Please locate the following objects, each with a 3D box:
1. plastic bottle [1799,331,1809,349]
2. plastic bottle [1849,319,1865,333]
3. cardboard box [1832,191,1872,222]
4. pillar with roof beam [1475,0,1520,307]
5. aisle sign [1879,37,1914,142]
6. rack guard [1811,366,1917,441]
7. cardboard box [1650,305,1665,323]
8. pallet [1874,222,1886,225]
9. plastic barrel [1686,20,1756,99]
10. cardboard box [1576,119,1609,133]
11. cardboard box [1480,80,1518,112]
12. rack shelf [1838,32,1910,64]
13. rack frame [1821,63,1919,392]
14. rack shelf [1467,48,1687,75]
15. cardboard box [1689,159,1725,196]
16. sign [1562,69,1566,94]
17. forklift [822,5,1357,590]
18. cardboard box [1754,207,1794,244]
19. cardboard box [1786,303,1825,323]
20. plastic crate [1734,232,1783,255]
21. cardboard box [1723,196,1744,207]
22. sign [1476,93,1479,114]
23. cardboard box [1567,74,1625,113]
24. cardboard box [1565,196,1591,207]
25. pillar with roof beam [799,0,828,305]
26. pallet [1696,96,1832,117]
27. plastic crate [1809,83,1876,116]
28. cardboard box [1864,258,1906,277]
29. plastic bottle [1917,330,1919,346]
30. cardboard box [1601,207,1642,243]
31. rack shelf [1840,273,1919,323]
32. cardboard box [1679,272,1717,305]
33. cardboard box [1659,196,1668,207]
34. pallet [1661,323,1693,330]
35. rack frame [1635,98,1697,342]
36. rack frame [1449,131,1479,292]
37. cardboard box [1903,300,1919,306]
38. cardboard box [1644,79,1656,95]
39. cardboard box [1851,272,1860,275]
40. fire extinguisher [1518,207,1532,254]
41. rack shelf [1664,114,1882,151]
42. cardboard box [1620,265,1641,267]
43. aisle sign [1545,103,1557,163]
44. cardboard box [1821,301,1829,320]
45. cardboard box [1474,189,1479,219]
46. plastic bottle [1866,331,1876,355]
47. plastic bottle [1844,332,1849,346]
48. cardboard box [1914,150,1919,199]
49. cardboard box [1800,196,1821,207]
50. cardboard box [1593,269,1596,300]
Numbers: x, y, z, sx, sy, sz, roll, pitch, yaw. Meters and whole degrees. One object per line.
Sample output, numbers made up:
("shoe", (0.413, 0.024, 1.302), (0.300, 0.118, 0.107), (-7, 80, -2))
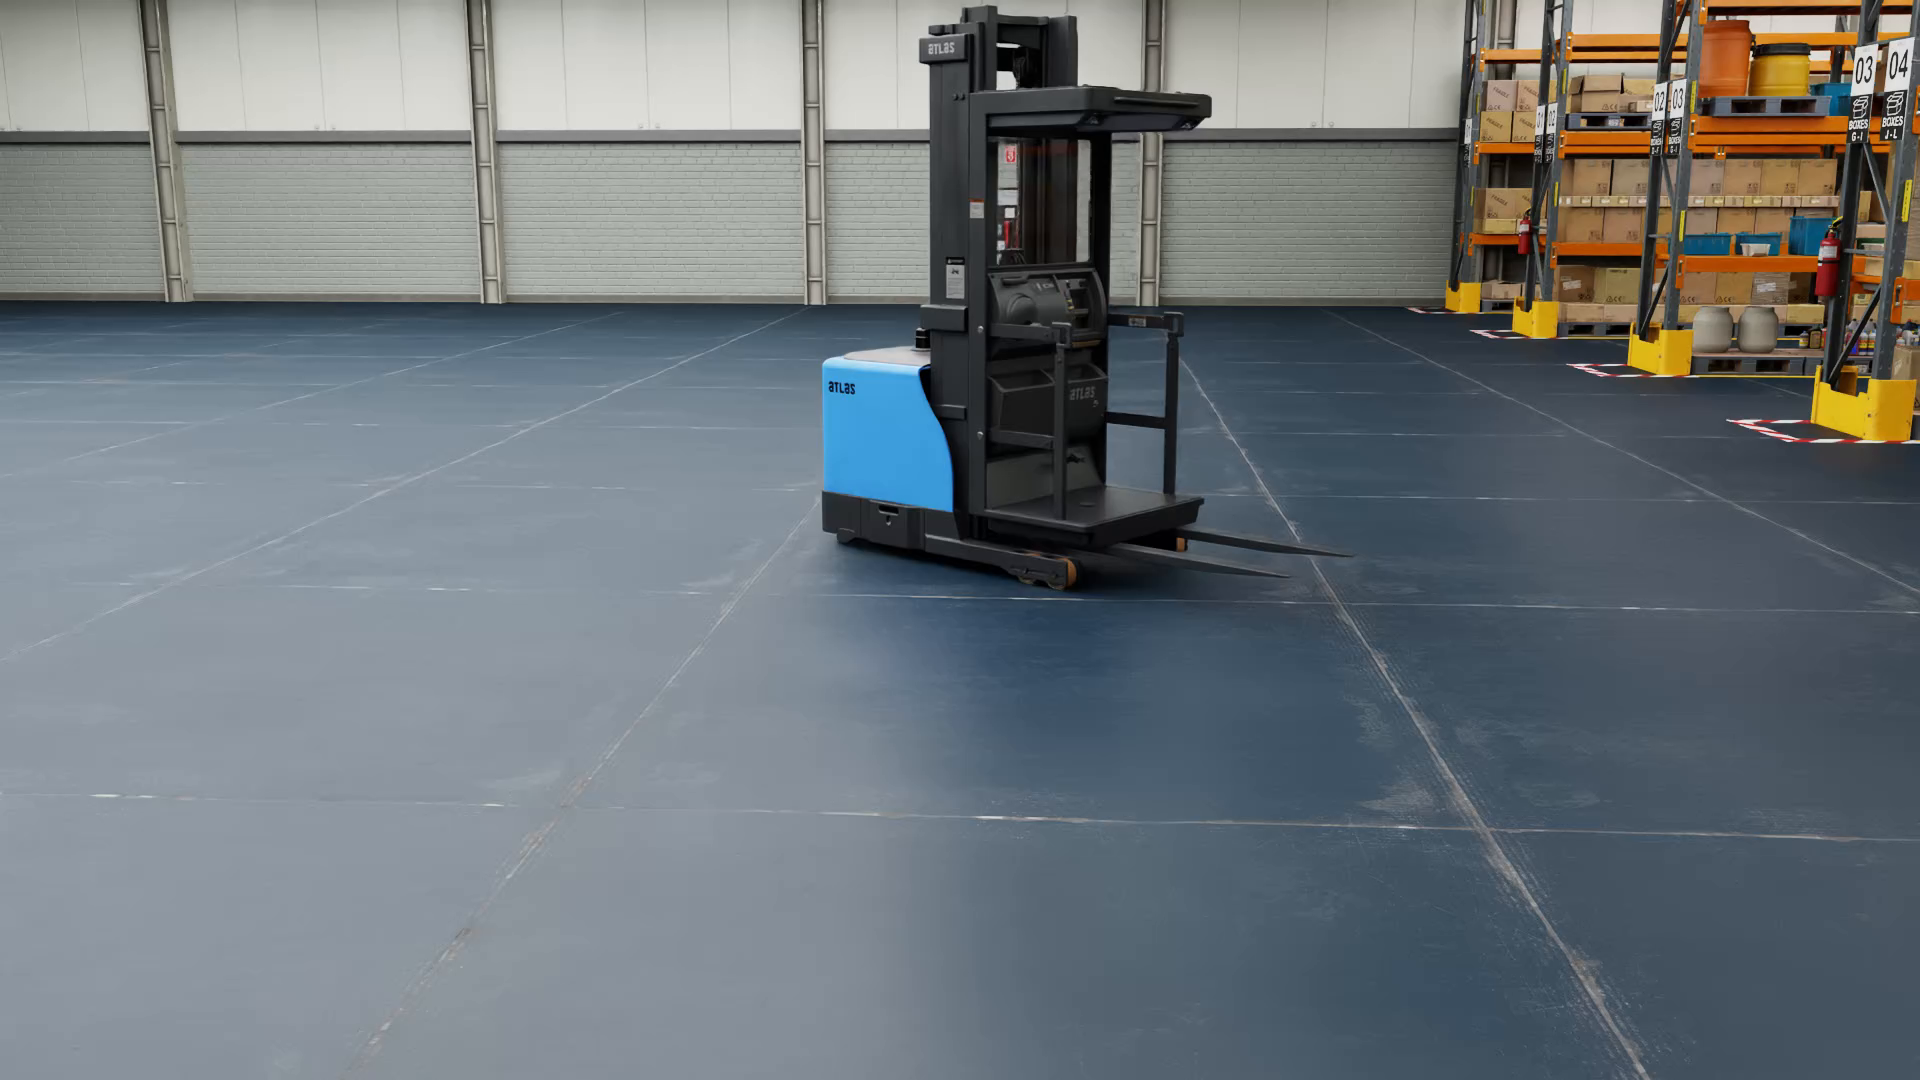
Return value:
("plastic bottle", (9.799, -2.322, 19.304), (0.097, 0.201, 0.097), (0, 12, 0))
("plastic bottle", (10.353, -2.383, 19.230), (0.185, 0.351, 0.144), (1, 12, 6))
("cardboard box", (14.867, -5.608, 27.932), (0.500, 0.500, 0.700), (1, 12, 4))
("pillar with roof beam", (9.068, -7.660, 24.411), (0.400, 9.000, 9.100), (1, 12, 4))
("aisle sign", (7.524, -3.612, 13.362), (0.004, 0.787, 0.394), (1, 12, 4))
("rack guard", (7.682, -1.176, 14.168), (0.348, 0.500, 1.175), (1, 12, 4))
("cardboard box", (9.790, -3.218, 23.516), (0.500, 0.250, 0.500), (1, 12, 4))
("pallet", (15.863, -5.221, 27.869), (1.003, 0.211, 1.213), (1, 12, 4))
("plastic barrel", (8.431, -5.316, 18.453), (0.708, 0.830, 0.600), (1, 12, 4))
("cardboard box", (10.504, -6.884, 27.730), (0.500, 0.500, 0.500), (2, 12, 7))
("cardboard box", (8.967, -7.398, 27.746), (0.500, 0.500, 0.500), (0, 12, 0))
("rack shelf", (14.259, -6.731, 22.700), (4.000, 0.370, 1.077), (1, 12, 4))
("rack frame", (7.606, -2.400, 13.917), (0.127, 3.000, 1.000), (1, 12, 4))
("rack shelf", (10.595, -7.992, 27.759), (4.000, 0.370, 1.077), (1, 12, 4))
("cardboard box", (10.318, -5.079, 23.309), (0.500, 0.500, 0.700), (1, 12, 4))
("sign", (8.229, -6.246, 22.646), (0.005, 0.325, 0.100), (1, 12, 4))
("forklift", (0.636, -1.300, 8.823), (3.031, 2.935, 1.130), (10, 16, 40))
("cardboard box", (11.293, -4.429, 23.371), (0.500, 0.500, 0.700), (1, 12, 3))
("cardboard box", (11.786, -3.191, 23.386), (0.500, 0.250, 0.500), (1, 12, 4))
("plastic crate", (9.104, -3.384, 18.981), (0.408, 0.251, 0.499), (1, 12, 4))
("cardboard box", (10.711, -4.714, 23.147), (0.250, 0.149, 0.380), (1, 12, 5))
("sign", (8.563, -7.221, 27.504), (0.005, 0.325, 0.100), (1, 12, 4))
("cardboard box", (8.845, -6.208, 23.175), (0.637, 0.503, 0.797), (2, 12, 8))
("cardboard box", (8.649, -4.741, 23.279), (0.250, 0.149, 0.380), (1, 12, 3))
("pillar with roof beam", (-2.905, -7.825, 25.195), (0.400, 9.000, 9.100), (1, 12, 4))
("pallet", (8.756, -4.757, 18.317), (1.213, 0.211, 1.003), (1, 12, 4))
("plastic crate", (9.860, -4.908, 18.619), (0.575, 0.384, 0.392), (1, 12, 4))
("cardboard box", (7.904, -2.316, 14.126), (0.250, 0.149, 0.380), (1, 12, 4))
("plastic bottle", (10.753, -2.233, 18.514), (0.185, 0.351, 0.144), (1, 12, 3))
("cardboard box", (9.261, -4.458, 23.509), (0.500, 0.500, 0.700), (1, 12, 5))
("rack shelf", (9.602, -2.021, 13.860), (4.000, 0.370, 1.077), (1, 12, 4))
("cardboard box", (10.289, -3.577, 23.401), (0.500, 0.500, 0.500), (1, 12, 4))
("cardboard box", (9.679, -4.727, 23.213), (0.250, 0.149, 0.380), (0, 12, 2))
("pallet", (10.252, -3.040, 23.786), (1.213, 0.211, 1.003), (1, 12, 4))
("rack frame", (7.937, -3.412, 18.755), (0.127, 3.000, 1.000), (1, 12, 4))
("rack frame", (8.599, -5.436, 28.430), (0.127, 3.000, 1.000), (1, 12, 4))
("cardboard box", (13.158, -3.439, 23.203), (0.500, 0.311, 0.500), (1, 12, 3))
("cardboard box", (11.522, -7.355, 27.540), (0.500, 0.500, 0.500), (1, 12, 7))
("cardboard box", (14.856, -4.350, 28.266), (0.500, 0.500, 0.700), (1, 12, 3))
("fire extinguisher", (8.185, -4.483, 24.061), (0.183, 0.674, 0.296), (1, 12, 4))
("rack shelf", (9.933, -4.501, 18.390), (4.000, 0.370, 1.077), (1, 12, 4))
("cardboard box", (9.826, -3.694, 23.958), (0.500, 0.500, 0.500), (1, 12, 4))
("aisle sign", (8.186, -5.635, 23.031), (0.004, 0.787, 0.394), (1, 12, 4))
("cardboard box", (12.696, -3.283, 23.825), (0.500, 0.250, 0.500), (1, 12, 3))
("cardboard box", (9.084, -5.777, 28.543), (0.500, 0.500, 0.500), (1, 12, 3))
("plastic bottle", (10.167, -2.198, 18.537), (0.097, 0.271, 0.097), (0, 12, 0))
("plastic bottle", (10.197, -2.286, 19.129), (0.097, 0.201, 0.097), (0, 12, 0))
("cardboard box", (8.137, -3.021, 13.472), (0.500, 0.500, 0.500), (1, 12, 4))
("cardboard box", (11.731, -4.700, 23.080), (0.250, 0.149, 0.380), (1, 12, 3))
("cardboard box", (10.581, -4.372, 28.374), (0.500, 0.500, 0.700), (0, 12, 0))
